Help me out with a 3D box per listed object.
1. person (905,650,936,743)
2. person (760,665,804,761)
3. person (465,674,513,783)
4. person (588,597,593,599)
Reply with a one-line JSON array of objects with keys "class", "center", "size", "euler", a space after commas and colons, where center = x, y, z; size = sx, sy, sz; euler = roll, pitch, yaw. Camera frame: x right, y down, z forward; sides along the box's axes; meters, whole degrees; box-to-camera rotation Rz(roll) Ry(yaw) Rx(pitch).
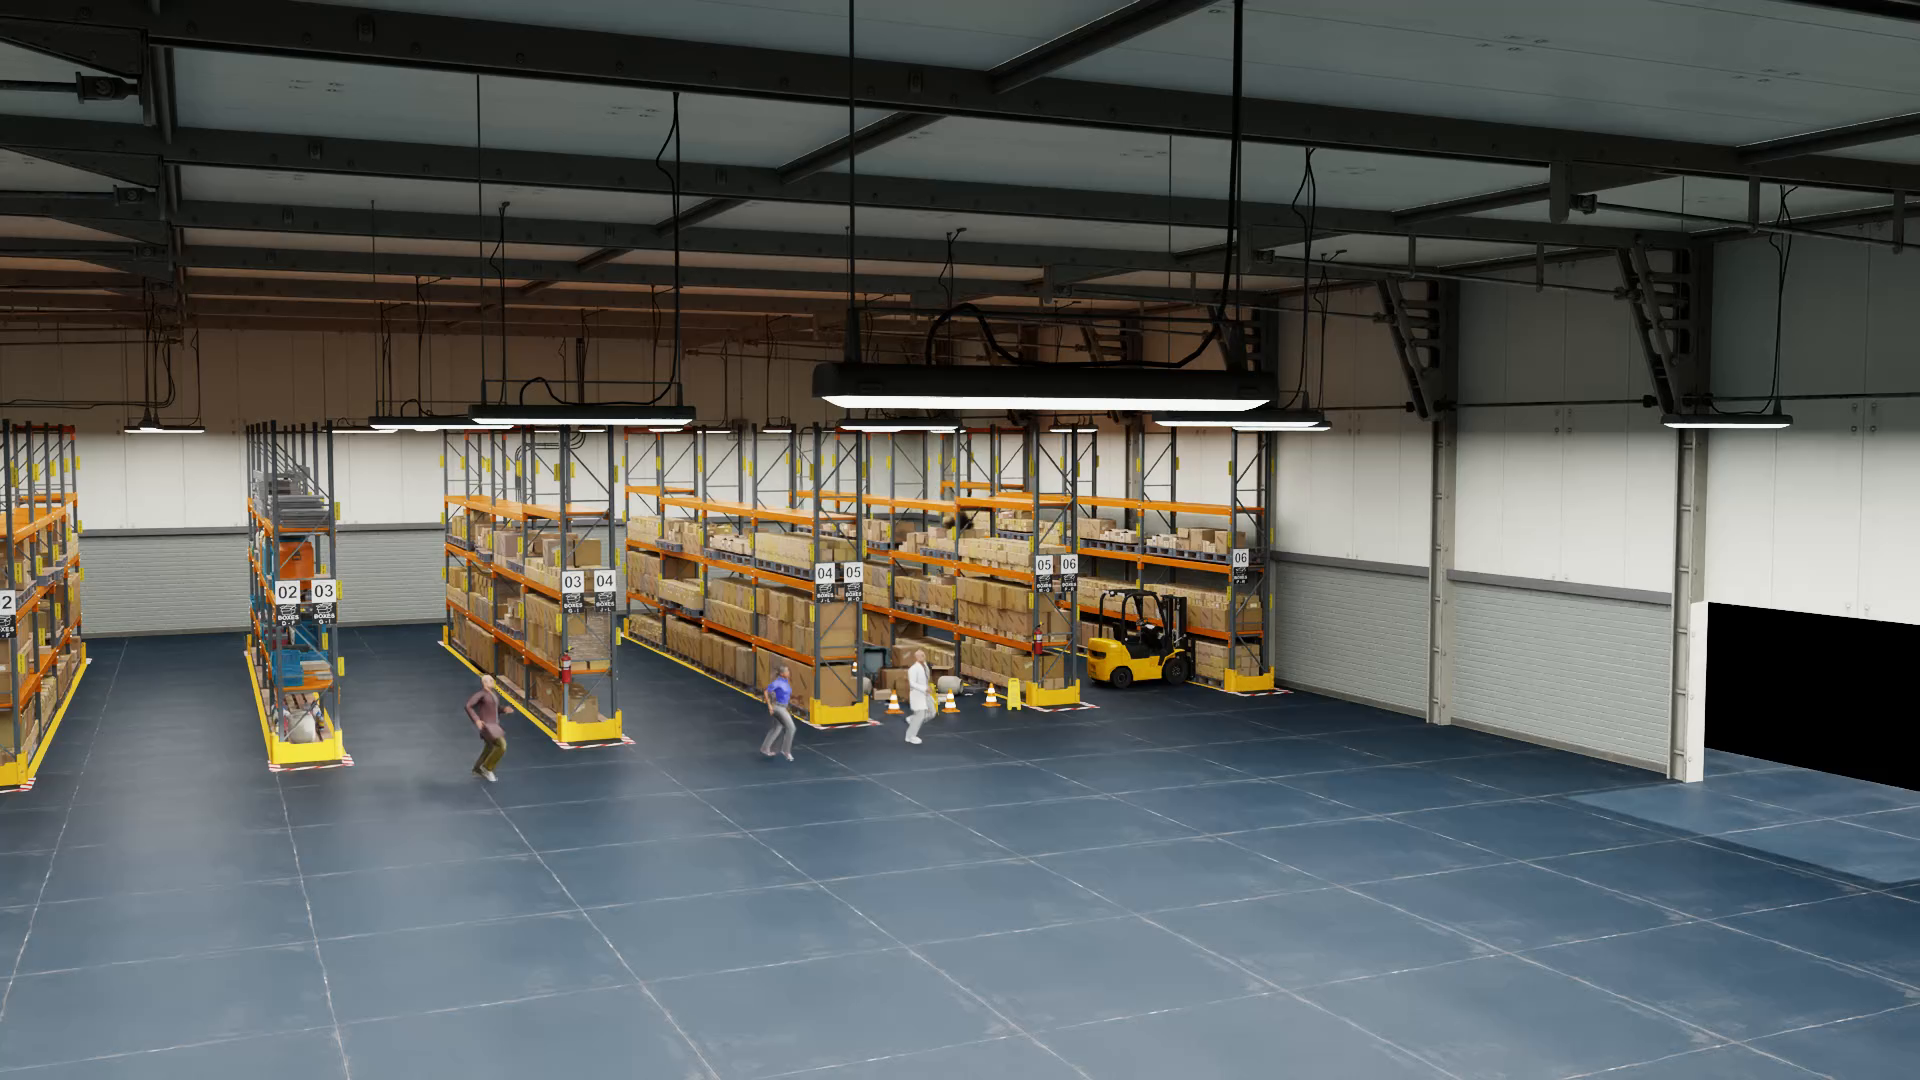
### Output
[{"class": "person", "center": [-0.707, 2.918, 31.049], "size": [0.680, 1.739, 0.740], "euler": [2, 4, 29]}, {"class": "person", "center": [-3.159, 3.065, 29.393], "size": [0.828, 1.712, 0.538], "euler": [1, 4, 9]}, {"class": "person", "center": [-7.763, 3.116, 27.546], "size": [0.748, 1.781, 0.684], "euler": [0, 4, 6]}, {"class": "person", "center": [-10.727, 2.012, 47.006], "size": [0.718, 1.544, 0.521], "euler": [0, 4, -5]}]
